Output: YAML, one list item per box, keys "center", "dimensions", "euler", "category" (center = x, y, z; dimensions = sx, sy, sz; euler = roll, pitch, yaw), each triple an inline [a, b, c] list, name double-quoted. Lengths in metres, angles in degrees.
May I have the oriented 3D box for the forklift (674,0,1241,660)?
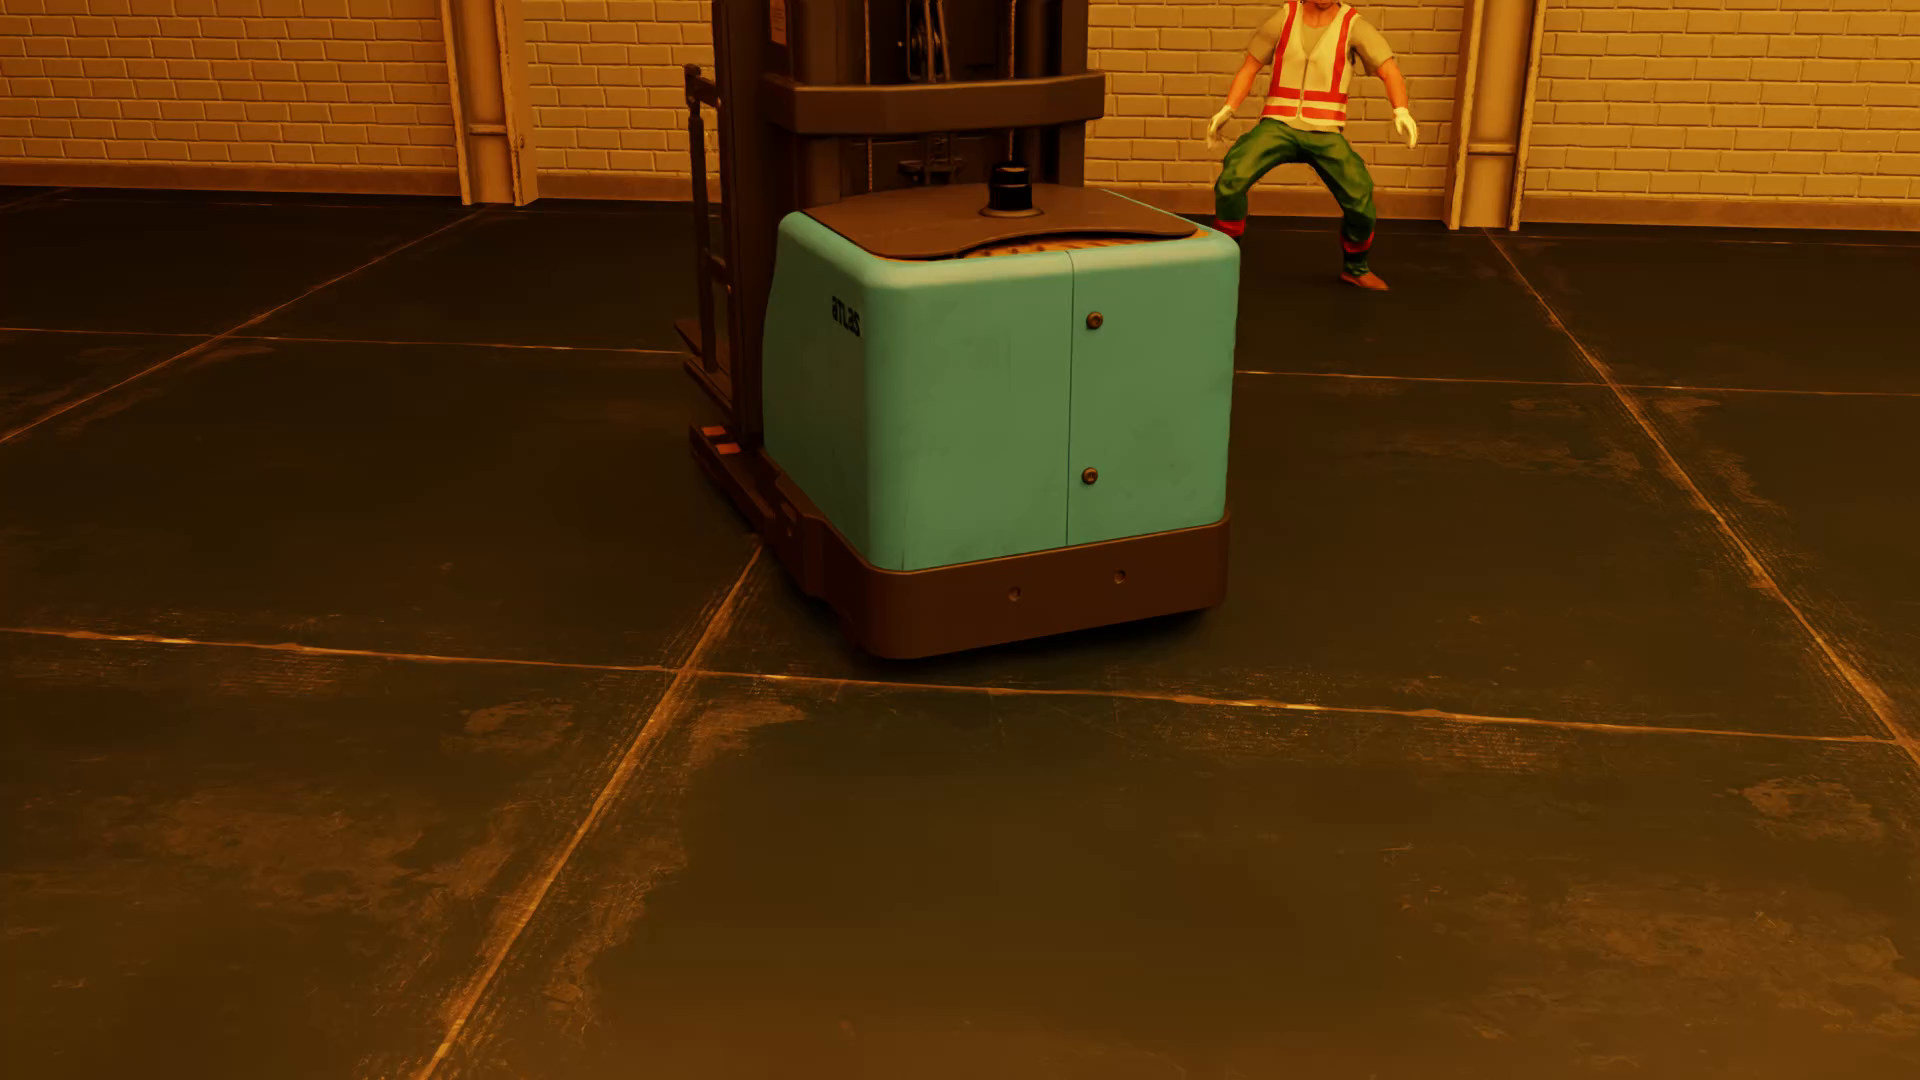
- center: [-0.287, -1.573, 5.160]
  dimensions: [1.130, 2.935, 3.031]
  euler: [-9, 23, -20]
  category: "forklift"

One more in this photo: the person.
- center: [1.691, -1.980, 7.941]
  dimensions: [0.996, 1.645, 0.702]
  euler: [7, 23, 18]
  category: "person"
